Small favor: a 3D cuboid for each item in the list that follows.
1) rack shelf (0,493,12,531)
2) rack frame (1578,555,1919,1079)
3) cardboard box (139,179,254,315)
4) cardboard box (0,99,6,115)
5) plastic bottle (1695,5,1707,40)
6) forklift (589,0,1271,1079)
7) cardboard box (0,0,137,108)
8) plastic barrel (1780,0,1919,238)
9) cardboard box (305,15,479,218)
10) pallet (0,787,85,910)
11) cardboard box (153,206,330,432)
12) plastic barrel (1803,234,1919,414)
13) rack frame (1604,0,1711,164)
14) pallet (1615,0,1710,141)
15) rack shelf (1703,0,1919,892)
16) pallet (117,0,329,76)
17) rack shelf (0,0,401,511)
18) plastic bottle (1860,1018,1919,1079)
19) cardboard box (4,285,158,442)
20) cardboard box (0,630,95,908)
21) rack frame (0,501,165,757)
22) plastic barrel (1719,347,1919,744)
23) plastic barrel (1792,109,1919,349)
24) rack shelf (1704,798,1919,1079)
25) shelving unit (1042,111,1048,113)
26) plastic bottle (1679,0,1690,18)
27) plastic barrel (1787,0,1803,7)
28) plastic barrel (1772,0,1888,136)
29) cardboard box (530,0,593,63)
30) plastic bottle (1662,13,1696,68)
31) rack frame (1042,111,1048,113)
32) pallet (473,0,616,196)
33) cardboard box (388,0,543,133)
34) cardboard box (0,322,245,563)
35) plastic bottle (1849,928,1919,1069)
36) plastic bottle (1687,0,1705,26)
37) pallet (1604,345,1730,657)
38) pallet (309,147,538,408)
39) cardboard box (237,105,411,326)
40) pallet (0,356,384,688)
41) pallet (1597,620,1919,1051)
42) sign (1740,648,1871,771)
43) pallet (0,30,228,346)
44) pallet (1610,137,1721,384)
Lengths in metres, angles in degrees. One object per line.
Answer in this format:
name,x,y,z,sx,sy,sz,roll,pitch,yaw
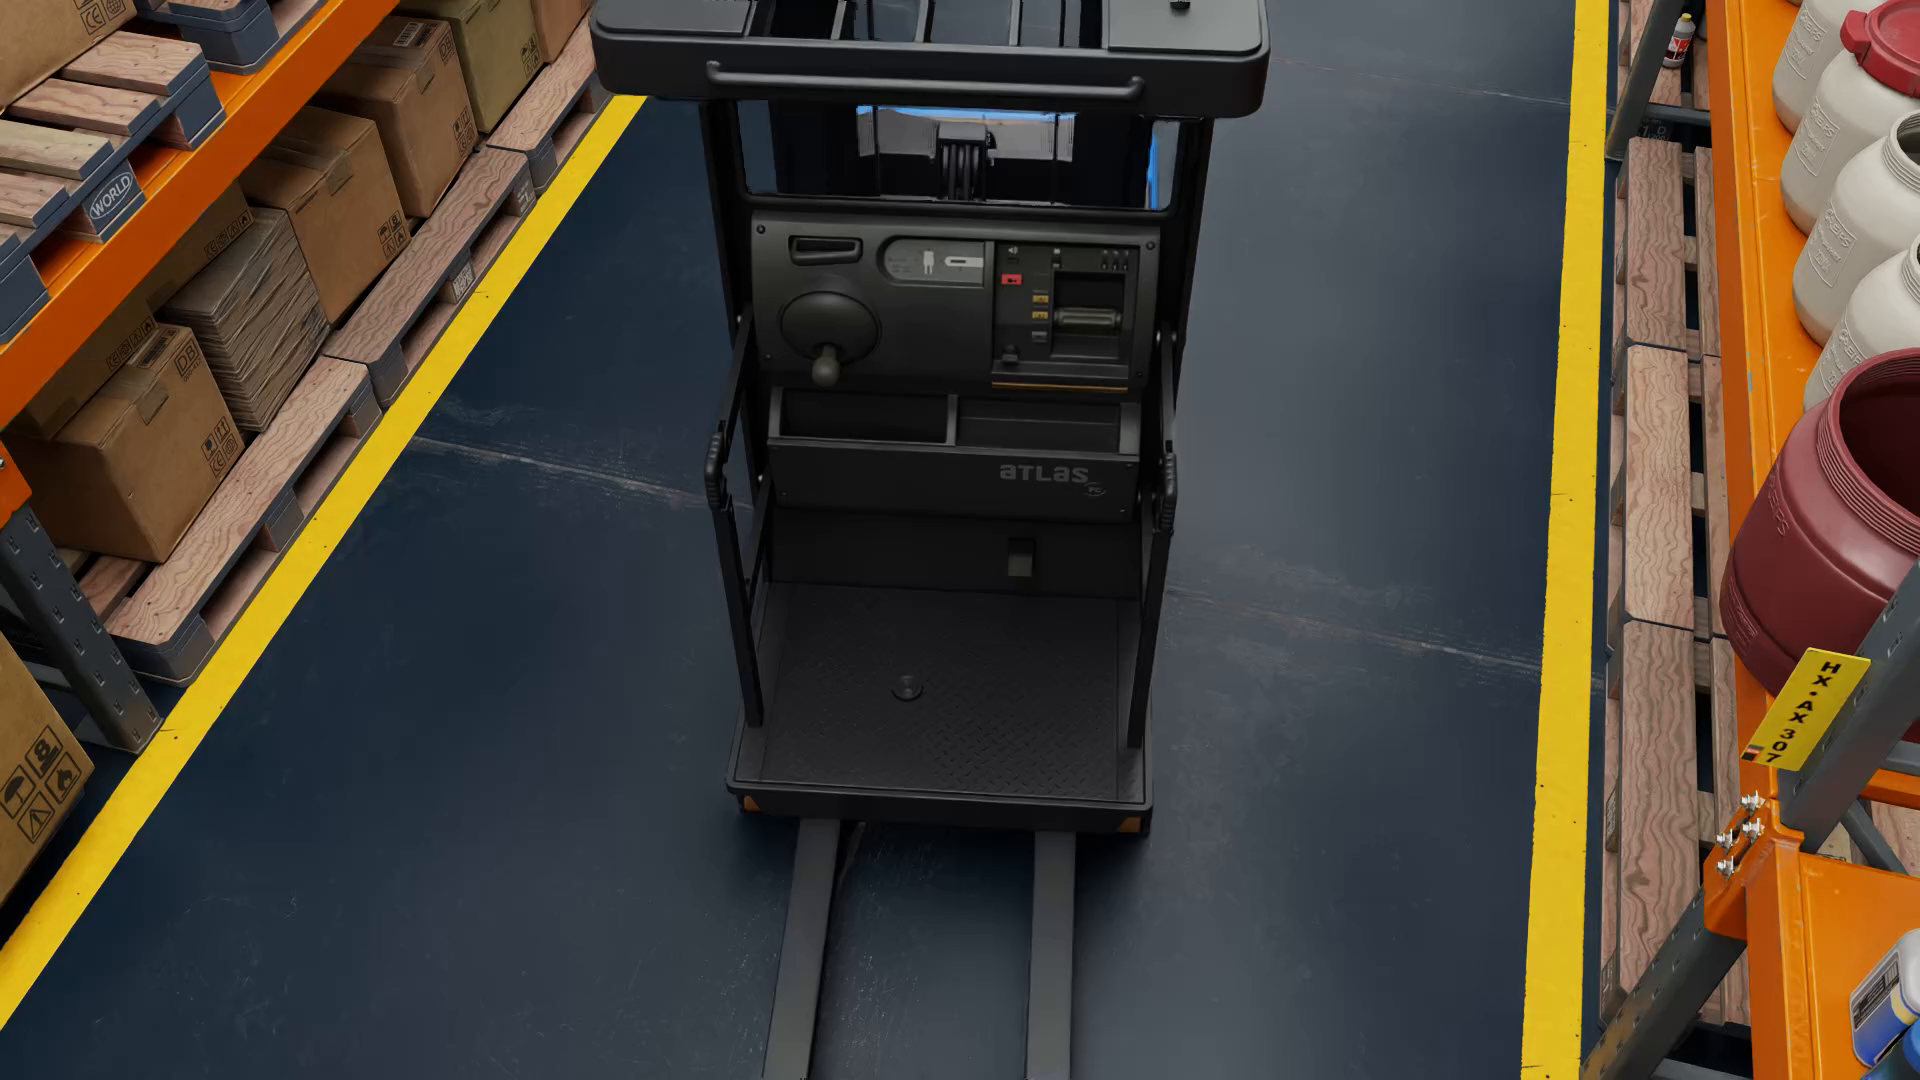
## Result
rack shelf,-3.313,1.162,2.703,1.077,0.370,4.000,12,50,10
rack frame,1.991,0.455,2.848,1.000,3.000,0.127,12,50,10
cardboard box,-2.510,-0.965,4.975,0.500,0.250,0.500,17,51,14
cardboard box,-2.683,-1.093,3.867,0.500,0.500,0.500,6,49,5
plastic bottle,3.075,-2.202,6.666,0.144,0.351,0.185,12,50,10
forklift,-0.026,-0.437,3.681,1.130,2.935,3.031,3,49,2
cardboard box,-2.633,-1.516,4.241,0.700,0.500,0.500,18,51,16
plastic barrel,2.274,-0.991,4.033,0.433,0.535,0.433,0,49,0
cardboard box,-2.207,-1.548,5.990,0.700,0.500,0.500,8,49,7
pallet,-3.067,0.956,4.266,1.003,0.211,1.213,12,50,10
cardboard box,-2.496,-0.733,5.270,0.700,0.500,0.500,8,49,7
plastic barrel,2.056,-0.368,3.500,0.421,0.512,0.421,0,49,0
rack frame,3.044,-2.438,5.401,1.000,3.000,0.127,12,50,10
pallet,3.261,-1.993,6.868,1.003,0.211,1.213,12,50,10
rack shelf,2.518,-0.754,4.394,1.077,0.370,4.000,12,50,10
pallet,-2.305,-1.899,5.053,1.003,0.211,1.213,12,50,10
rack shelf,-2.261,-1.731,5.257,1.077,0.370,4.000,12,50,10
plastic bottle,1.509,0.825,2.607,0.097,0.271,0.097,0,49,0
cardboard box,-2.640,-0.580,4.634,0.500,0.250,0.500,13,50,12
cardboard box,-2.989,0.537,3.913,1.225,0.875,0.875,9,49,8
rack frame,-2.787,-0.522,3.710,1.000,3.000,0.127,12,50,10
plastic barrel,1.821,0.015,3.146,0.600,0.536,0.708,12,50,10
plastic barrel,2.167,-0.673,3.769,0.421,0.512,0.421,0,49,0
rack shelf,1.465,2.140,1.841,1.077,0.370,4.000,12,50,10
shelving unit,0.359,-0.990,5.519,0.258,0.900,0.210,7,47,6
plastic bottle,2.853,-2.098,6.619,0.061,0.283,0.133,14,50,12
plastic barrel,2.581,-1.835,4.778,0.433,0.535,0.433,0,49,0
plastic barrel,2.388,-1.304,4.309,0.433,0.535,0.433,0,49,0
cardboard box,-1.917,-2.294,6.648,0.700,0.500,0.500,8,49,7
plastic bottle,2.839,-1.982,6.571,0.097,0.201,0.097,0,49,0
rack frame,0.376,-1.063,5.588,0.240,0.900,0.006,7,47,6
pallet,-1.938,-1.930,6.812,1.003,0.211,1.213,12,50,10
cardboard box,-2.060,-1.953,6.347,0.700,0.500,0.500,11,50,10
cardboard box,-2.630,-0.329,4.914,0.700,0.500,0.500,9,49,8
plastic bottle,1.566,0.745,2.674,0.152,0.276,0.135,12,50,10
plastic bottle,2.936,-2.230,6.691,0.144,0.351,0.185,10,49,9
pallet,2.556,-0.055,5.157,1.003,0.211,1.213,12,50,10
pallet,-2.257,-1.044,6.031,1.003,0.211,1.213,12,50,10
cardboard box,-2.354,-1.145,5.633,0.700,0.500,0.500,15,50,13
pallet,-2.580,-0.165,5.255,1.003,0.211,1.213,12,50,10
pallet,2.233,0.825,4.381,1.003,0.211,1.213,12,50,10
sign,1.459,0.297,2.878,0.100,0.325,0.005,12,50,10
pallet,-2.702,-0.995,4.256,1.213,0.211,1.003,12,50,10
pallet,2.875,-0.940,5.939,1.003,0.211,1.213,12,50,10
